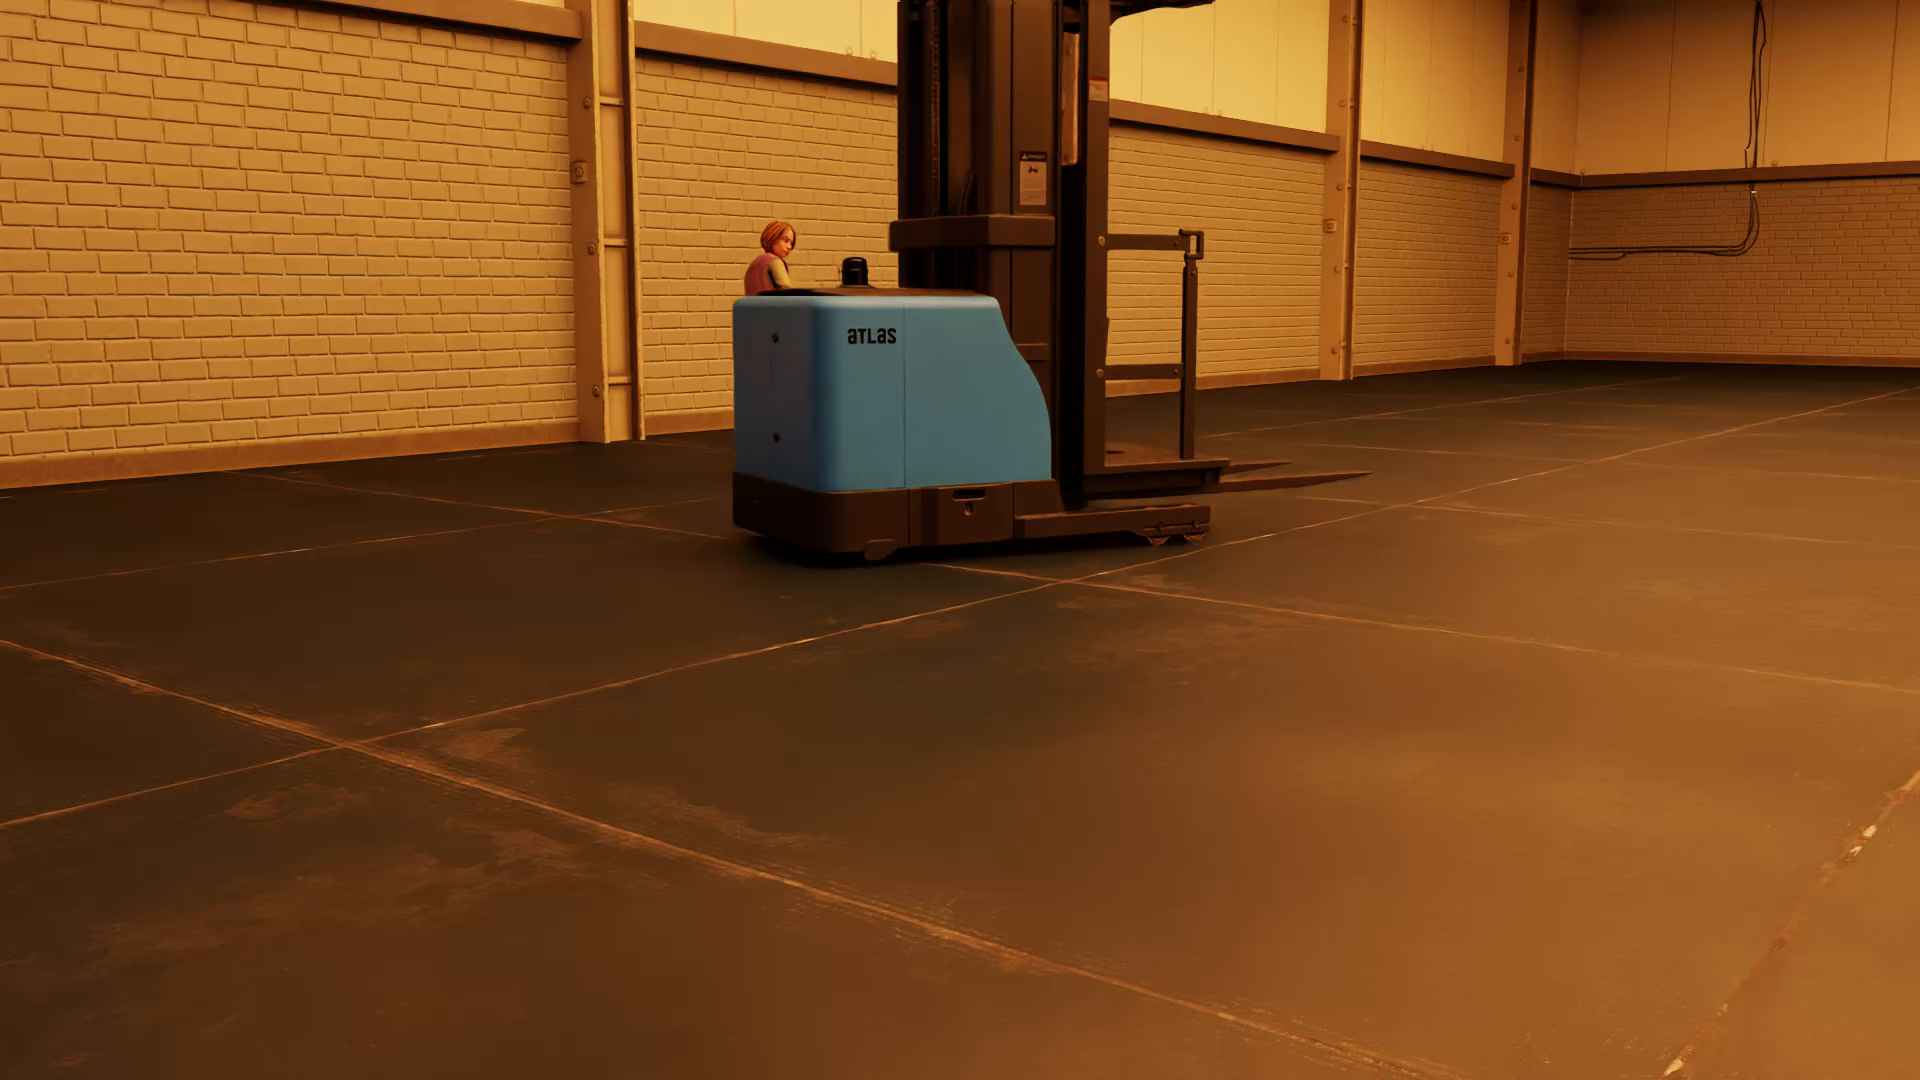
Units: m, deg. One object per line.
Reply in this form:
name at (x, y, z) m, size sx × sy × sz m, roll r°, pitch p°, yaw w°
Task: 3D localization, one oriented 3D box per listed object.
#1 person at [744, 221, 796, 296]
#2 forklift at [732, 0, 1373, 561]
person at (-1.068, -1.135, 10.058) m, size 0.600 × 1.529 × 0.656 m, roll -8°, pitch 12°, yaw -44°
forklift at (0.532, -1.495, 7.499) m, size 3.031 × 2.935 × 1.130 m, roll -5°, pitch 9°, yaw -29°
